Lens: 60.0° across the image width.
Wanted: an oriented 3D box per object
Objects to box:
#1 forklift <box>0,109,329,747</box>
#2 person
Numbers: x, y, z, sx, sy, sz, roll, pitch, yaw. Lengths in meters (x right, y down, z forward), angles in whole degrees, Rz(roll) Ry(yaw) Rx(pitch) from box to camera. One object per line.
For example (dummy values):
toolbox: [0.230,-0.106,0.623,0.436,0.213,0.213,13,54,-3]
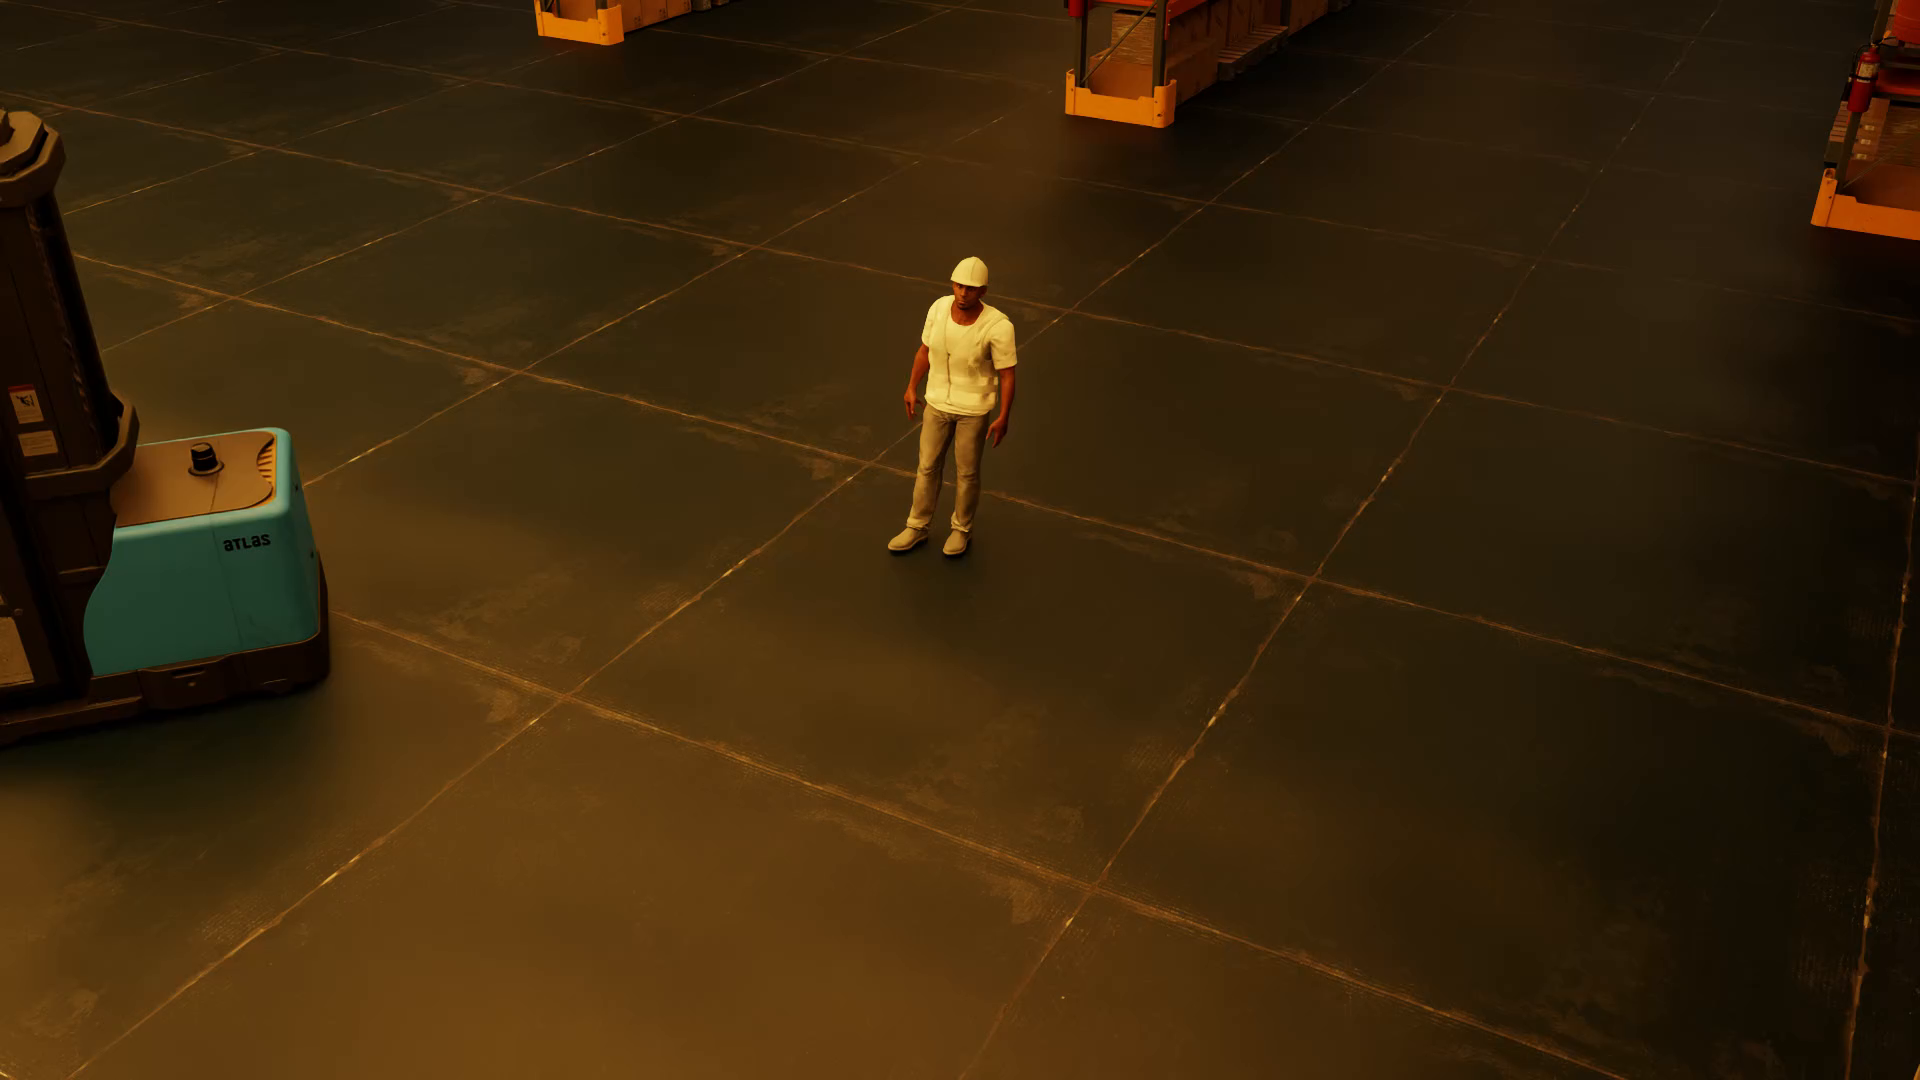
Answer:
forklift: [-4.870,-0.492,7.923,3.031,2.935,1.130,-10,31,-16]
person: [-0.039,-0.742,9.507,0.665,1.768,0.575,15,33,25]
